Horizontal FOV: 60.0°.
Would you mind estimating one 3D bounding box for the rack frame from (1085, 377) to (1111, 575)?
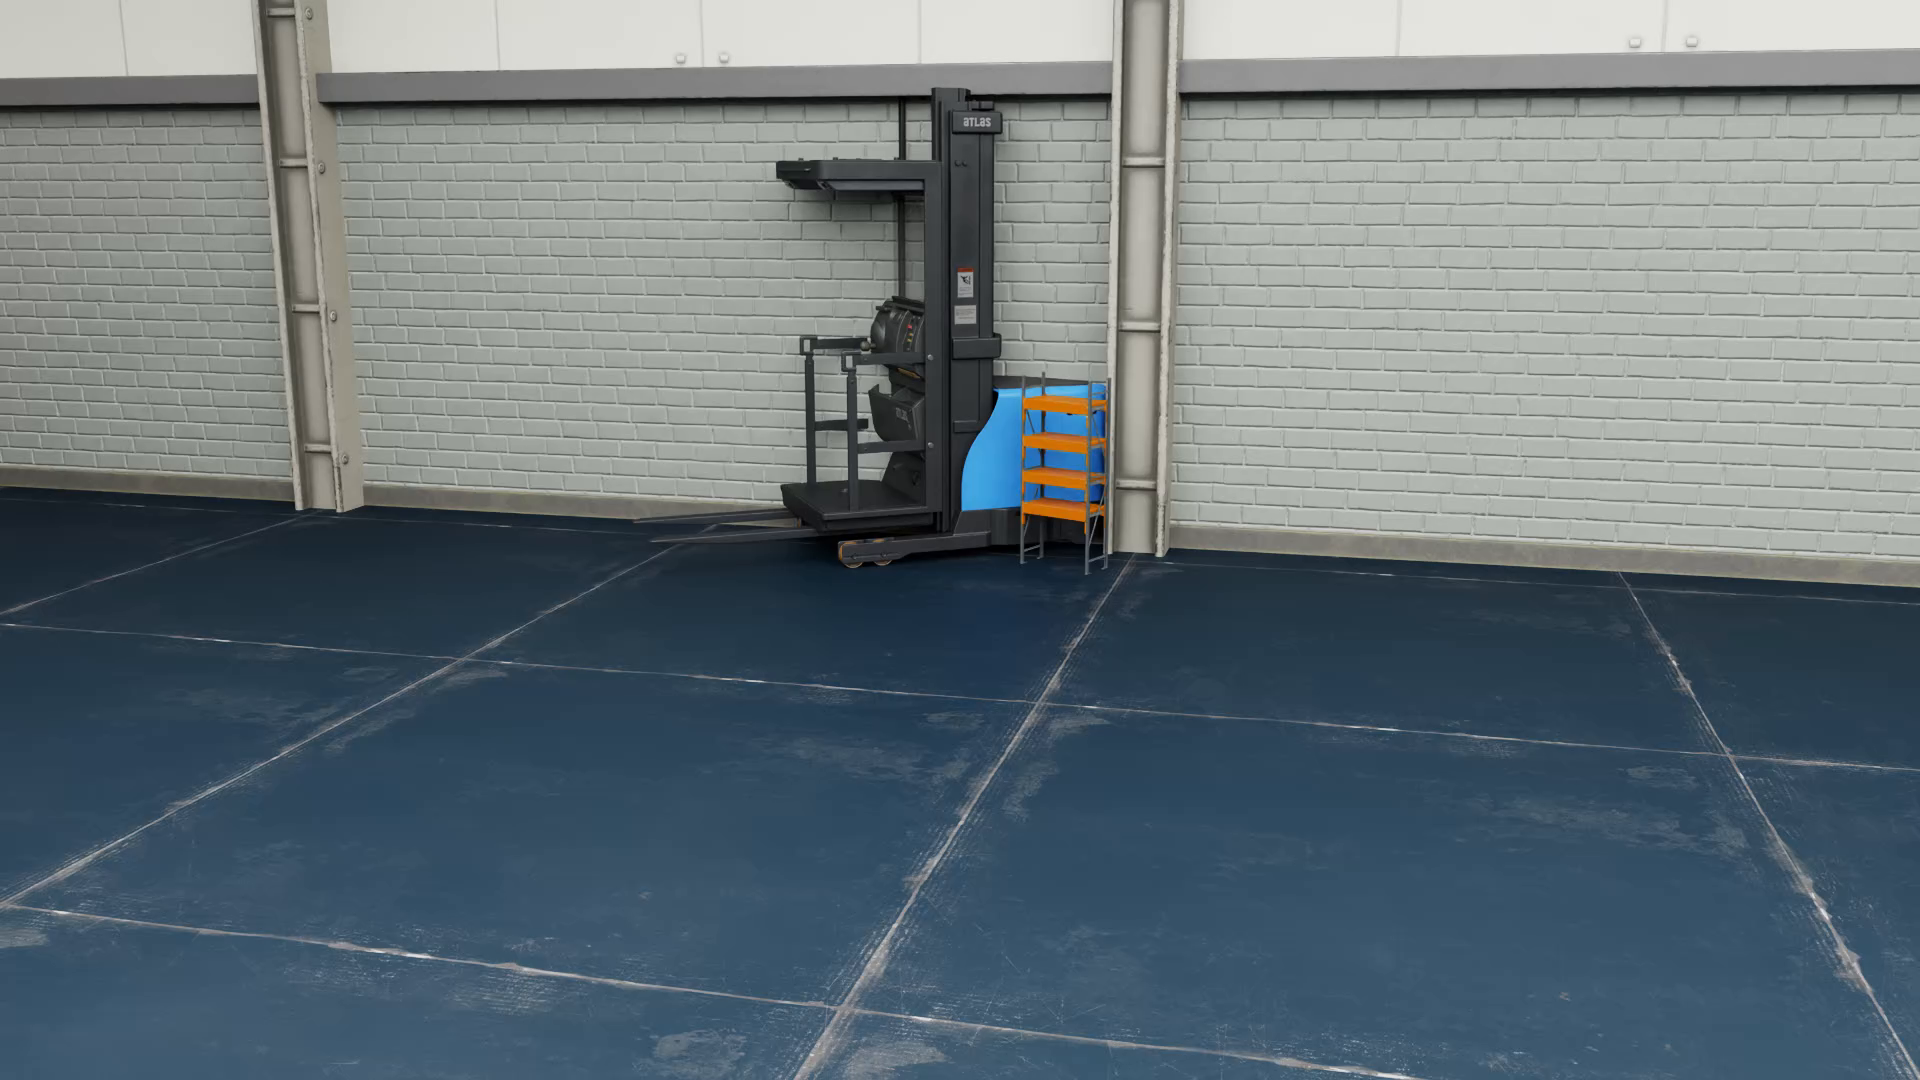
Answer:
[{"bbox_3d":[0.849,-0.389,10.218,0.015,1.200,0.240,9,16,36],"label":"rack frame"}]

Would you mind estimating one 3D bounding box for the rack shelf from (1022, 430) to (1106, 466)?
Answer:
[{"bbox_3d":[0.654,-0.574,10.328,0.480,0.148,0.258,9,16,36],"label":"rack shelf"}]

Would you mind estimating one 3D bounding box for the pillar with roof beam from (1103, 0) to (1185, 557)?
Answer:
[{"bbox_3d":[0.129,-3.421,5.878,0.400,9.000,9.100,3,13,14],"label":"pillar with roof beam"}]

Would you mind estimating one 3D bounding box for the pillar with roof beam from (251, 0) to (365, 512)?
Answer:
[{"bbox_3d":[-5.697,-3.733,7.282,0.400,9.000,9.100,3,13,14],"label":"pillar with roof beam"}]

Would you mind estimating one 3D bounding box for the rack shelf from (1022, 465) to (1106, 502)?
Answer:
[{"bbox_3d":[0.654,-0.355,10.376,0.480,0.148,0.258,9,16,36],"label":"rack shelf"}]

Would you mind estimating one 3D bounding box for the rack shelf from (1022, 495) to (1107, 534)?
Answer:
[{"bbox_3d":[0.654,-0.162,10.419,0.480,0.148,0.258,9,16,36],"label":"rack shelf"}]

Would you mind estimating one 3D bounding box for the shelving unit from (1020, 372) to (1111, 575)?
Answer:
[{"bbox_3d":[0.654,-0.421,10.361,0.503,1.200,0.258,9,16,36],"label":"shelving unit"}]

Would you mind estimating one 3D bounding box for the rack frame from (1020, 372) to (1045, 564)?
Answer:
[{"bbox_3d":[0.460,-0.453,10.505,0.015,1.200,0.240,9,16,36],"label":"rack frame"}]

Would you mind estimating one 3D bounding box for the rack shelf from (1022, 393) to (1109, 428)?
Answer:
[{"bbox_3d":[0.654,-0.805,10.276,0.480,0.148,0.258,9,16,36],"label":"rack shelf"}]

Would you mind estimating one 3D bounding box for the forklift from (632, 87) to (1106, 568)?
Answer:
[{"bbox_3d":[-0.589,-1.384,10.704,3.031,2.935,1.130,-5,13,-20],"label":"forklift"}]
